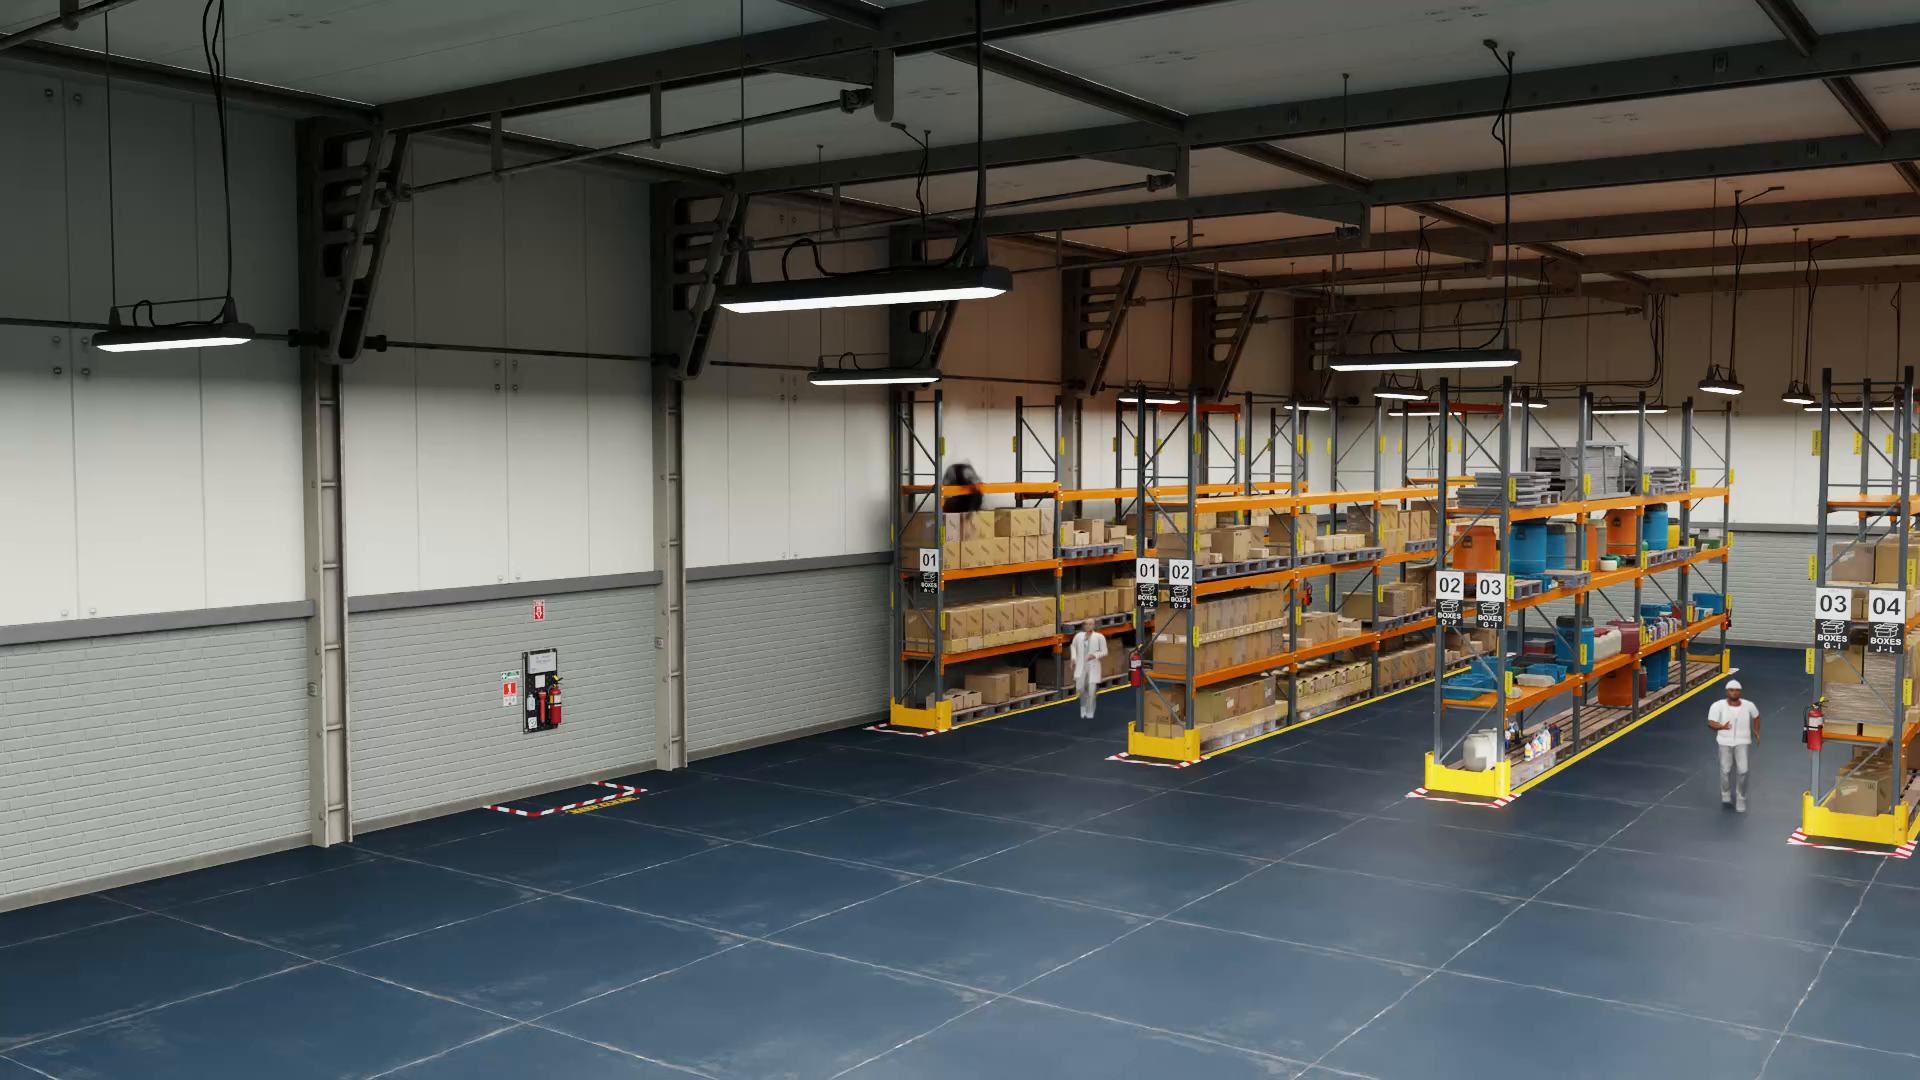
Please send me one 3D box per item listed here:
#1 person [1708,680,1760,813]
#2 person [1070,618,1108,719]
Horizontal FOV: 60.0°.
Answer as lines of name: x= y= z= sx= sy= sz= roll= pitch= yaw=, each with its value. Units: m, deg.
person: x=10.655 y=2.836 z=22.896 sx=0.668 sy=1.815 sz=0.739 roll=1 pitch=3 yaw=23
person: x=2.207 y=2.231 z=28.793 sx=0.705 sy=1.750 sz=0.644 roll=1 pitch=3 yaw=17
